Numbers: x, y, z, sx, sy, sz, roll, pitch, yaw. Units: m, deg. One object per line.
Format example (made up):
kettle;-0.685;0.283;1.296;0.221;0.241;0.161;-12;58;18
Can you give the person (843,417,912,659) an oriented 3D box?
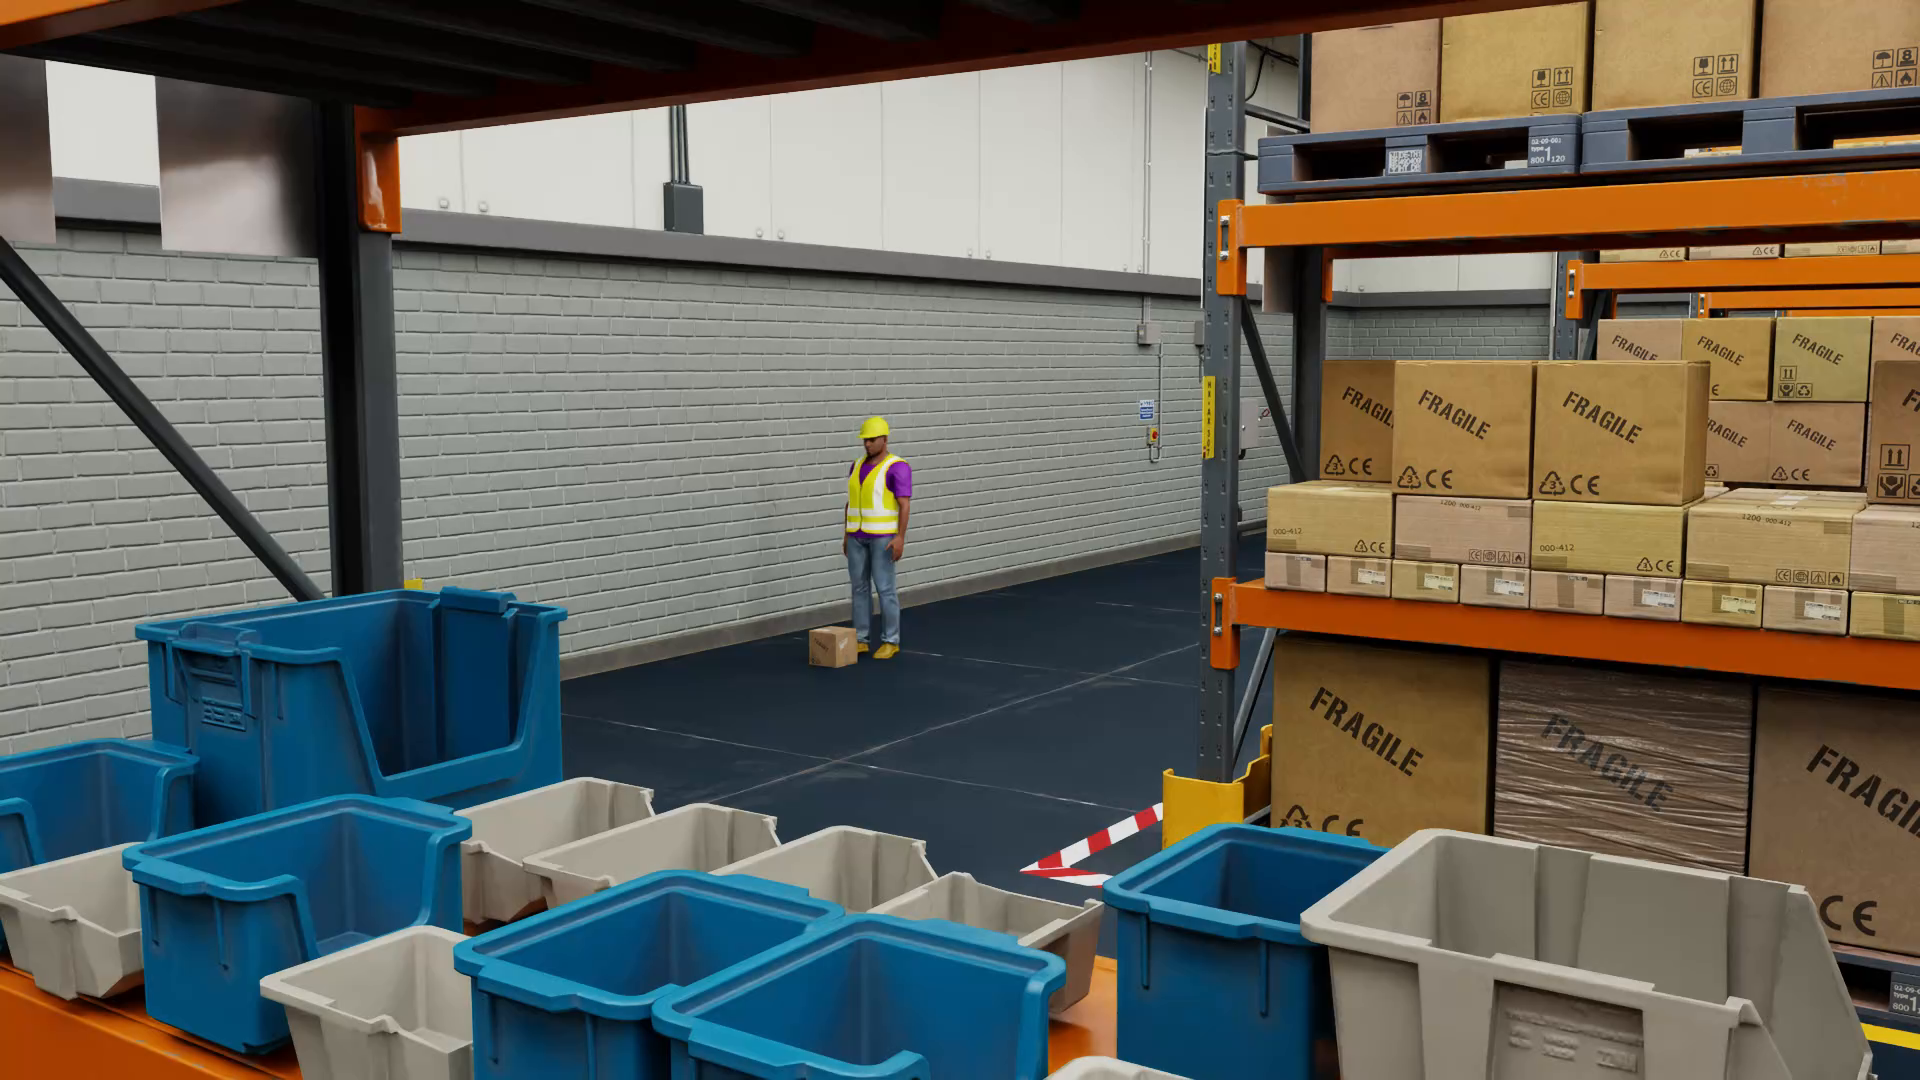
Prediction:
person;-0.657;-0.017;12.342;0.587;1.782;0.462;4;8;34
